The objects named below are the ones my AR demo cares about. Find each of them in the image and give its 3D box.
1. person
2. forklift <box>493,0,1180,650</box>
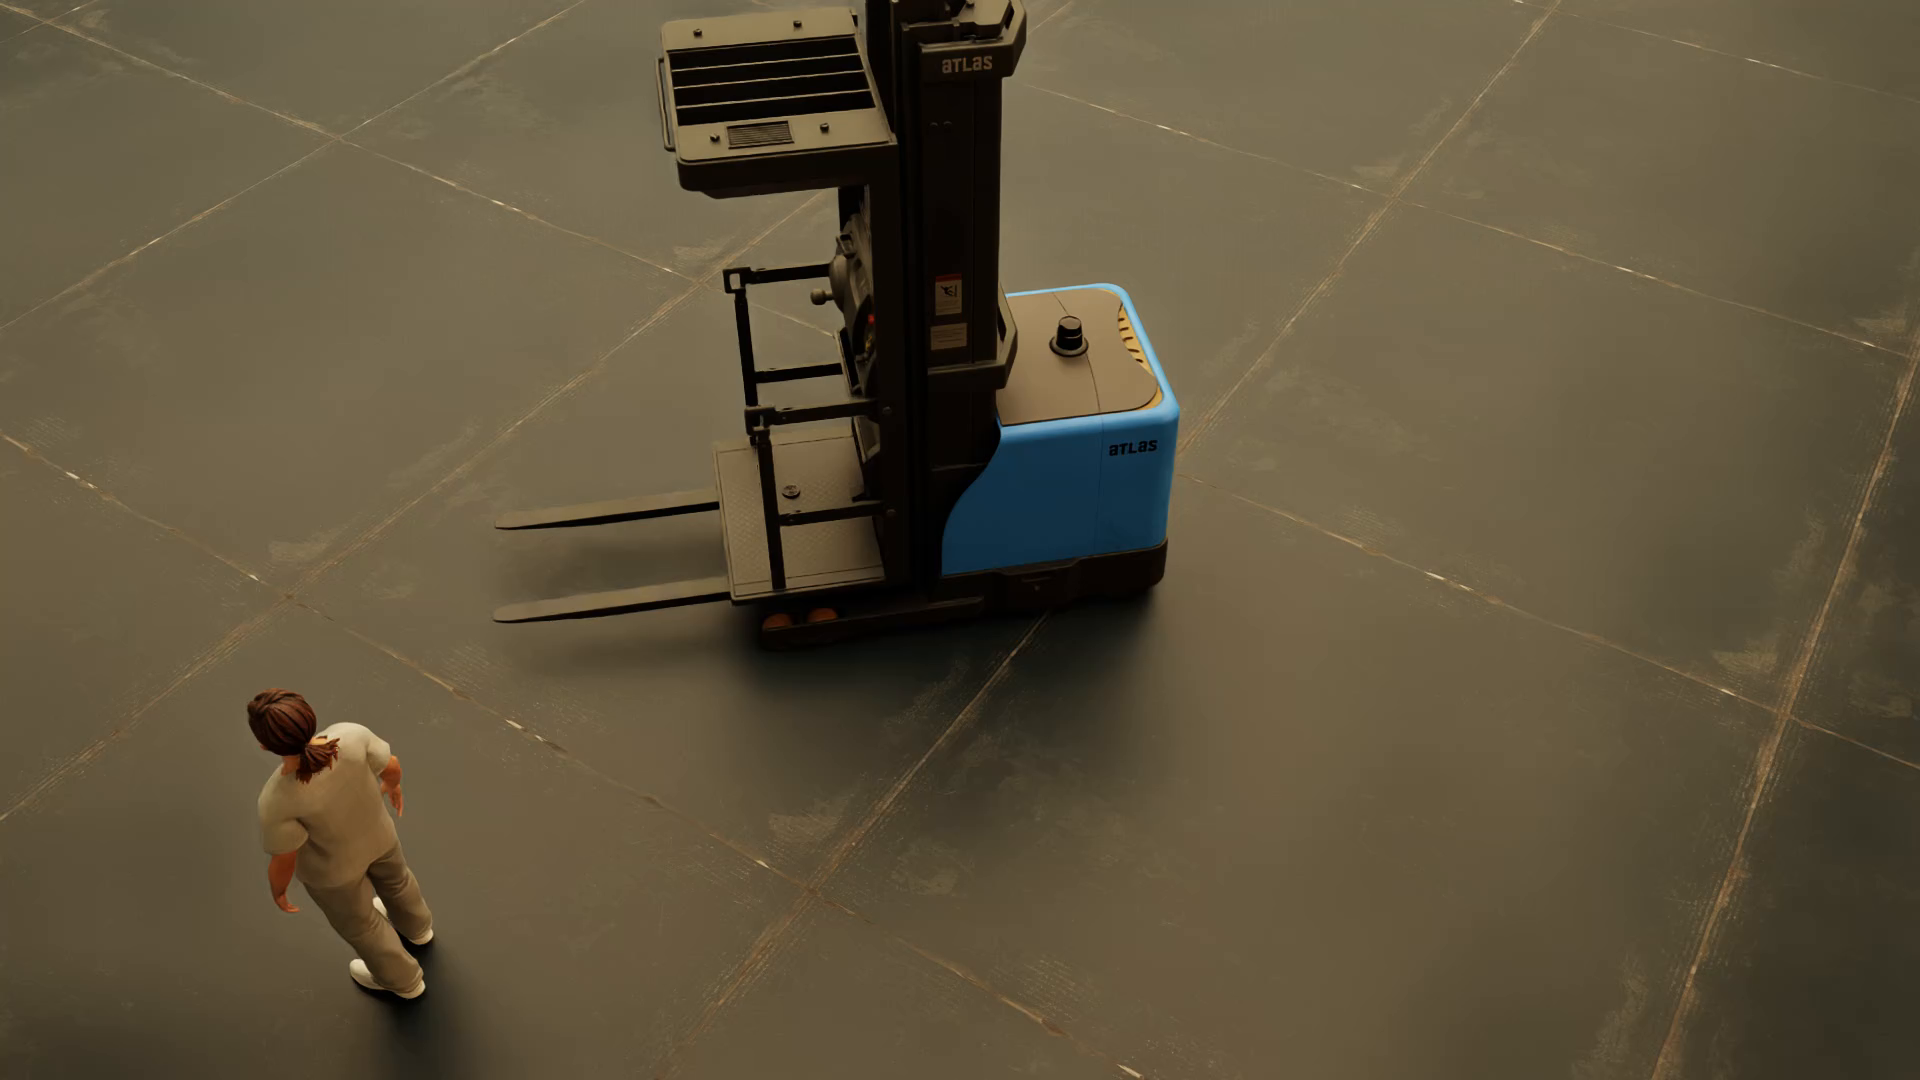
[{"bbox_3d":[-2.148,1.024,5.680,0.536,1.679,0.566,23,48,22],"label":"person"},{"bbox_3d":[-0.621,-0.969,6.870,3.031,2.935,1.130,-7,44,-8],"label":"forklift"}]
